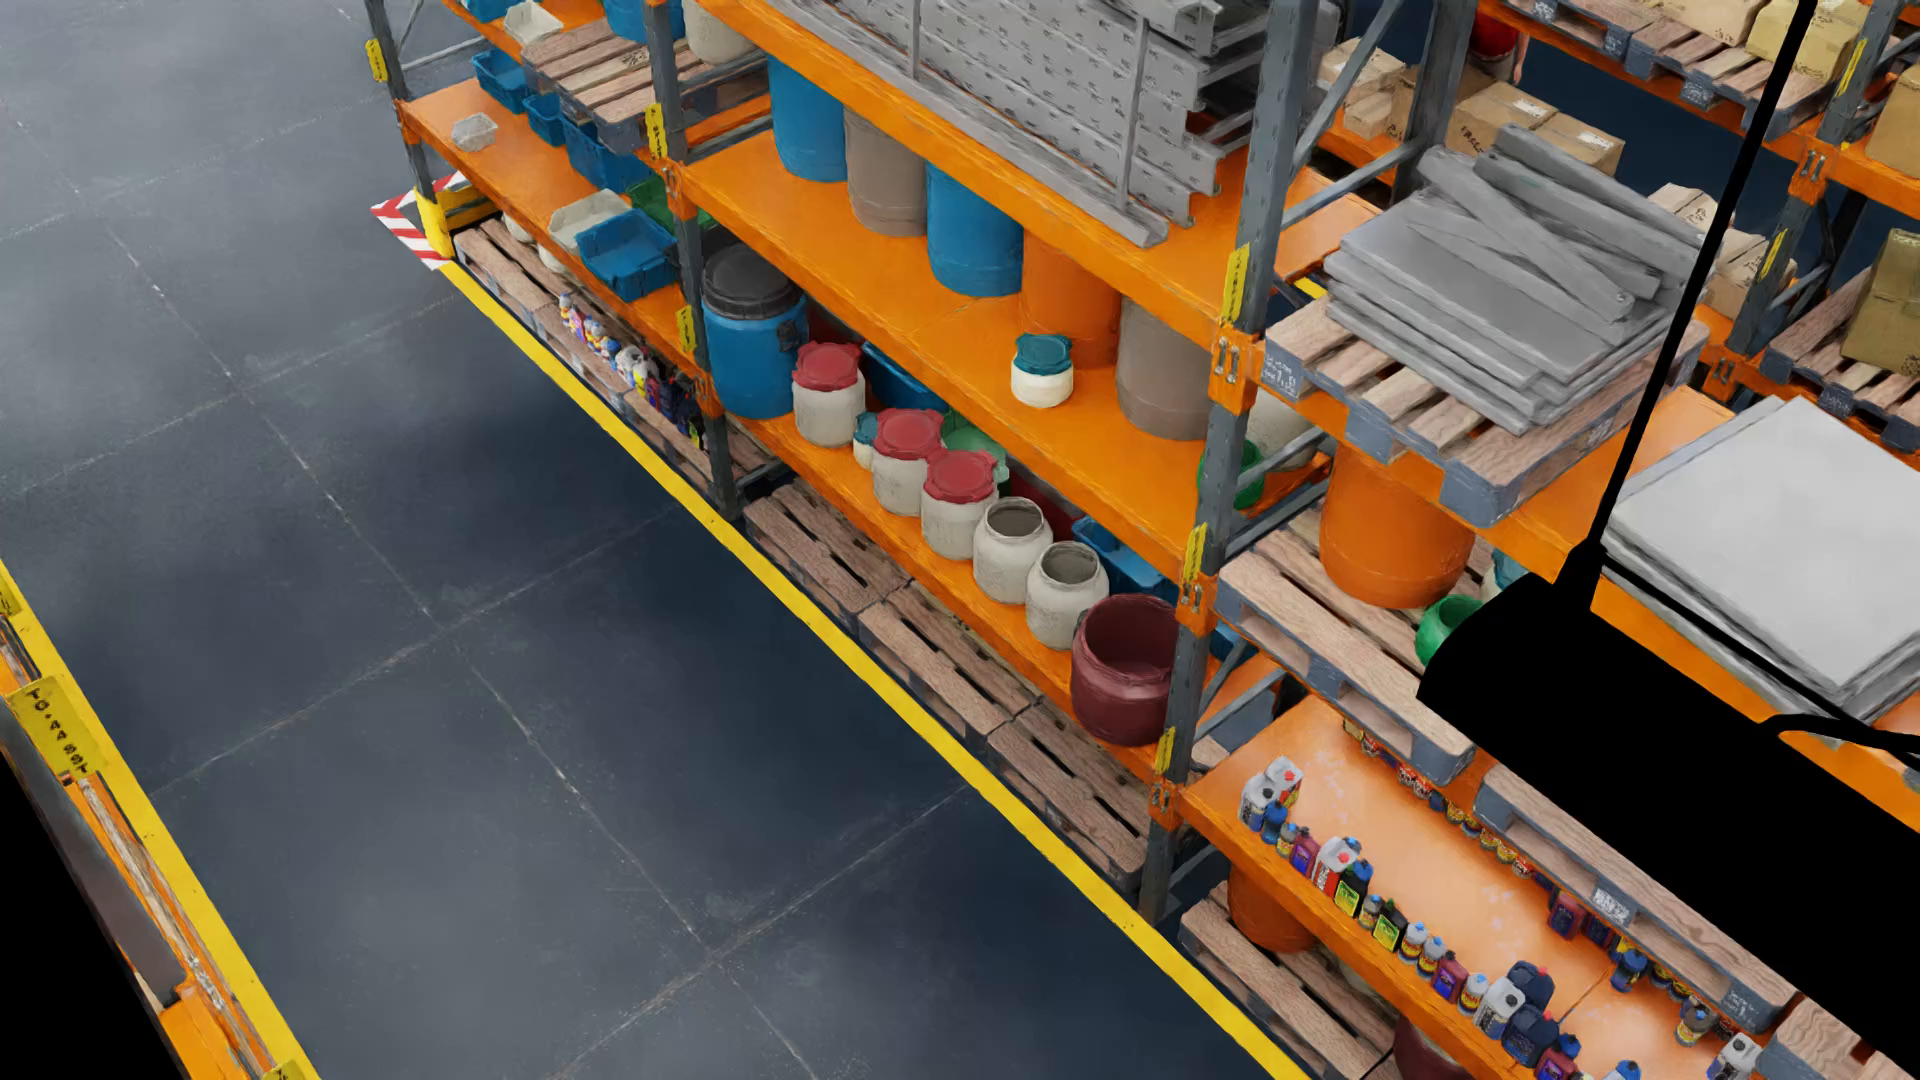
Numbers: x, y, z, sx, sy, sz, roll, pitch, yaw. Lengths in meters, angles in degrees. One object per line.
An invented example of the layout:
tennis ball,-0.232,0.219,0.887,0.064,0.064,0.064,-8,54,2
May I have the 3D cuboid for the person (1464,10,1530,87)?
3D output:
person,4.245,-3.846,13.425,0.593,1.733,0.457,14,48,13
